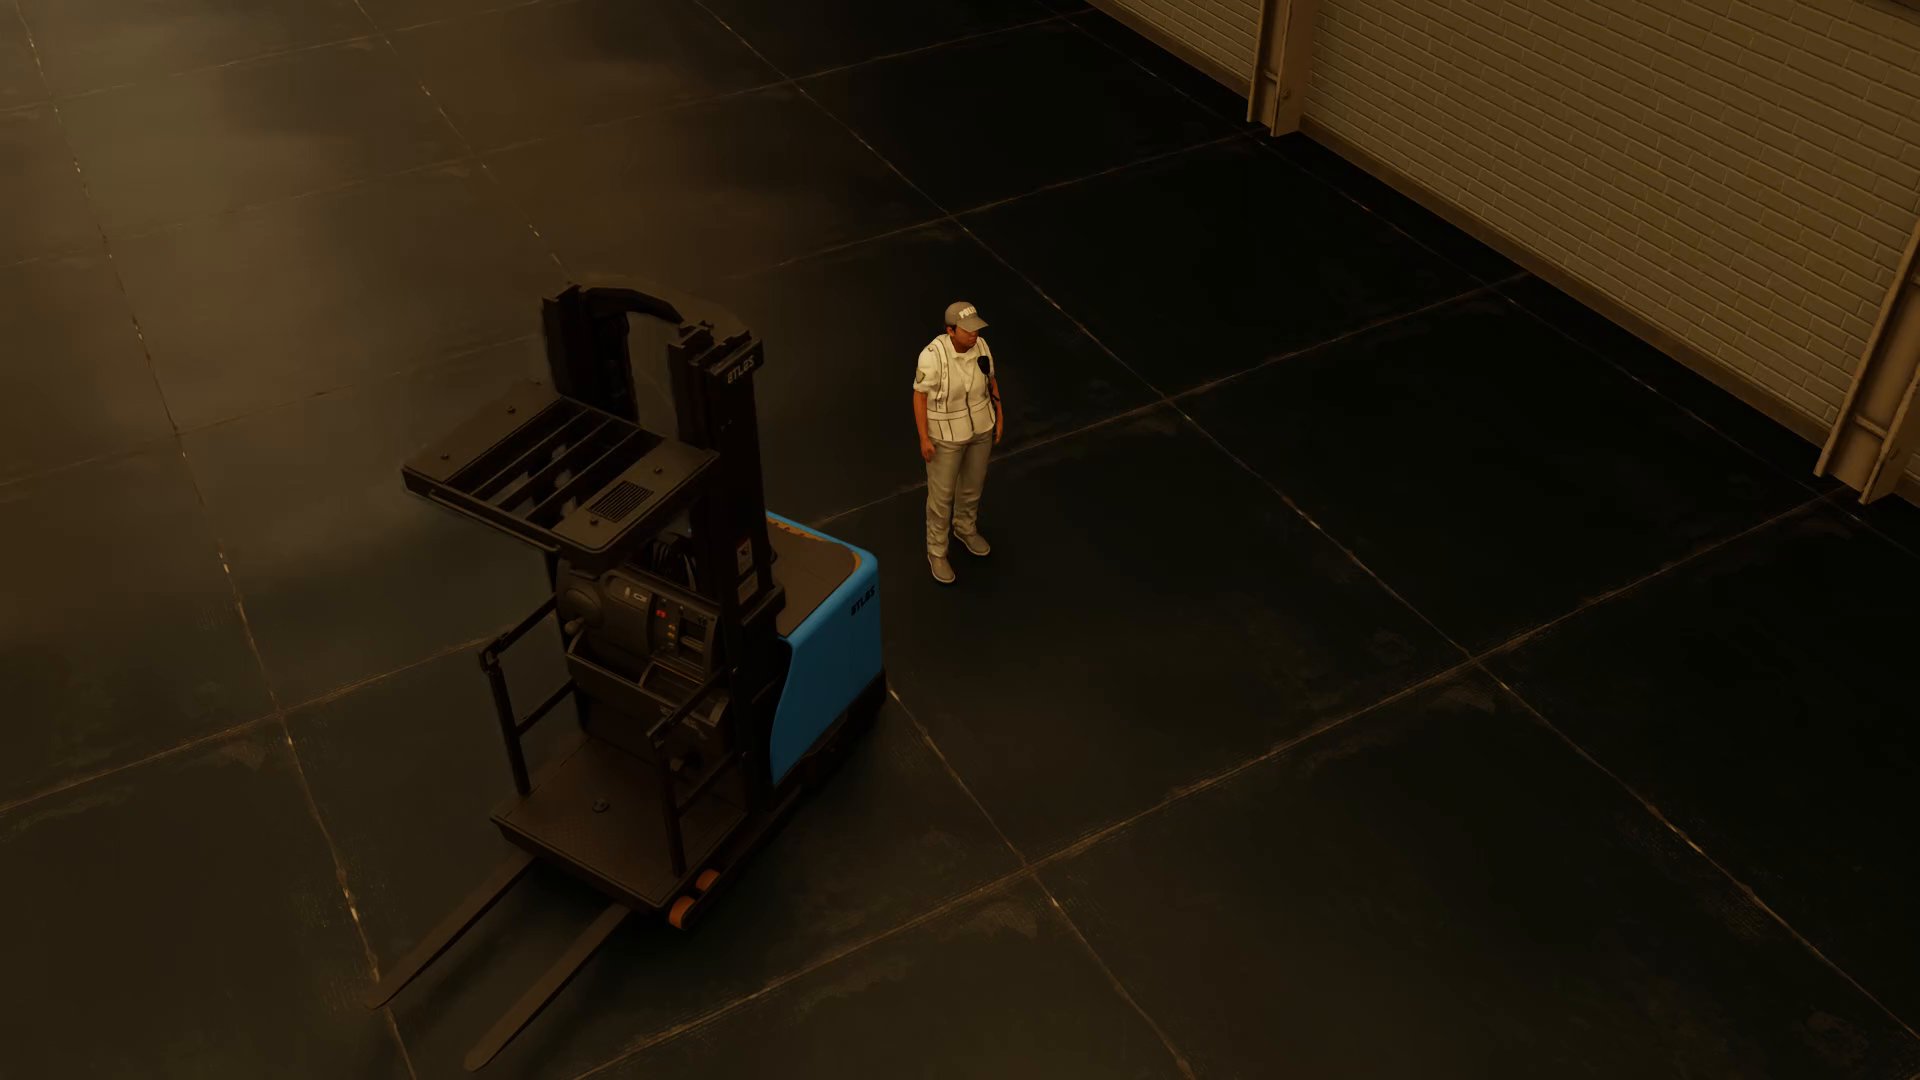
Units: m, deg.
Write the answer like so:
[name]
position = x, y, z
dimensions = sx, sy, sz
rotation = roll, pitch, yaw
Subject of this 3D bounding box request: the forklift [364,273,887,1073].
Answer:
[forklift]
position = -1.605, 0.417, 7.534
dimensions = 1.130, 2.935, 3.031
rotation = 21, 44, 24

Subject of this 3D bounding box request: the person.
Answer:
[person]
position = 0.018, -0.597, 9.736
dimensions = 0.598, 1.670, 0.529
rotation = -20, 44, -23
